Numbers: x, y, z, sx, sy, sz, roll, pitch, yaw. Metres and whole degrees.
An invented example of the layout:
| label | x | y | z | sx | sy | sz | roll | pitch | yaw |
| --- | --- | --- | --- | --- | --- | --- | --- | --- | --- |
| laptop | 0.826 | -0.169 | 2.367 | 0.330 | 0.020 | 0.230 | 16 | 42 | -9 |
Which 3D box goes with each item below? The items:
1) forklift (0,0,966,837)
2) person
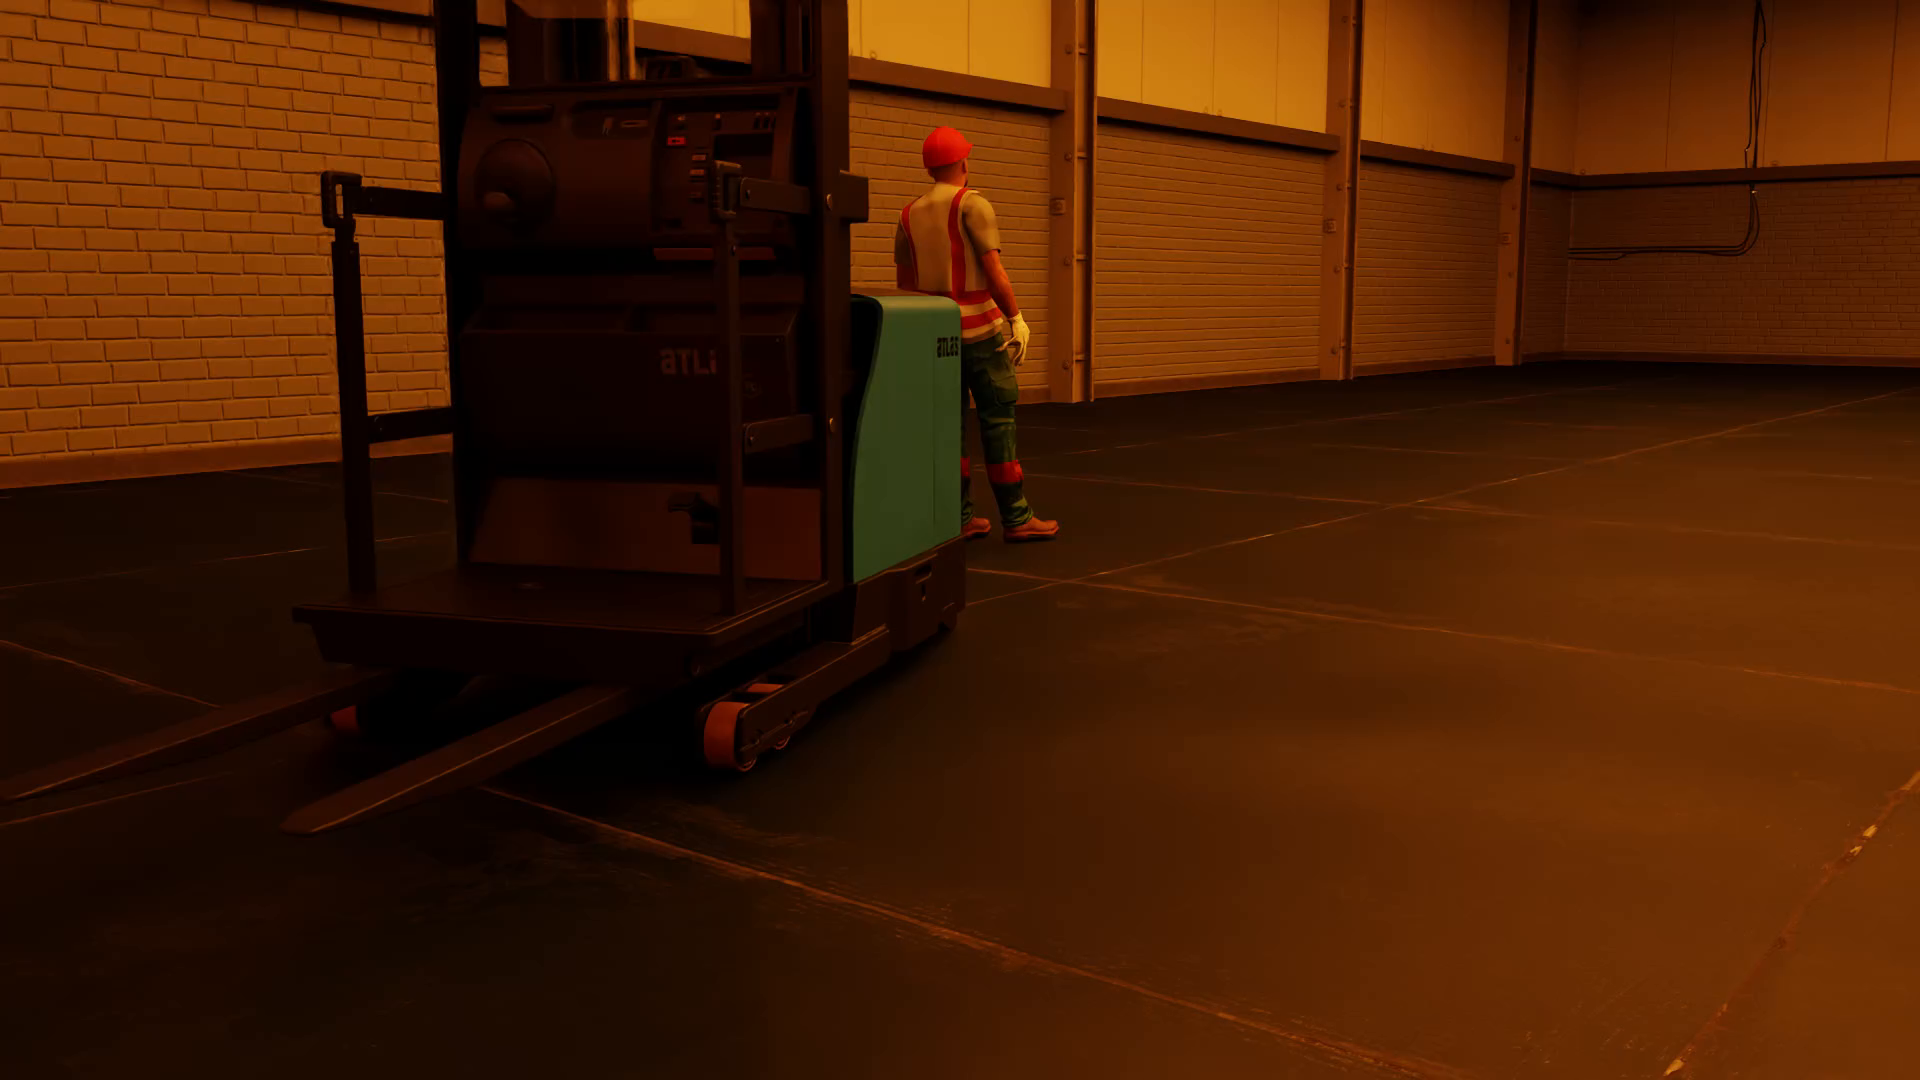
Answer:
| label | x | y | z | sx | sy | sz | roll | pitch | yaw |
| --- | --- | --- | --- | --- | --- | --- | --- | --- | --- |
| forklift | -0.908 | -0.984 | 4.007 | 1.130 | 2.935 | 3.031 | 3 | 9 | 17 |
| person | 0.059 | -0.900 | 7.330 | 0.638 | 1.789 | 0.562 | 7 | 11 | 38 |
